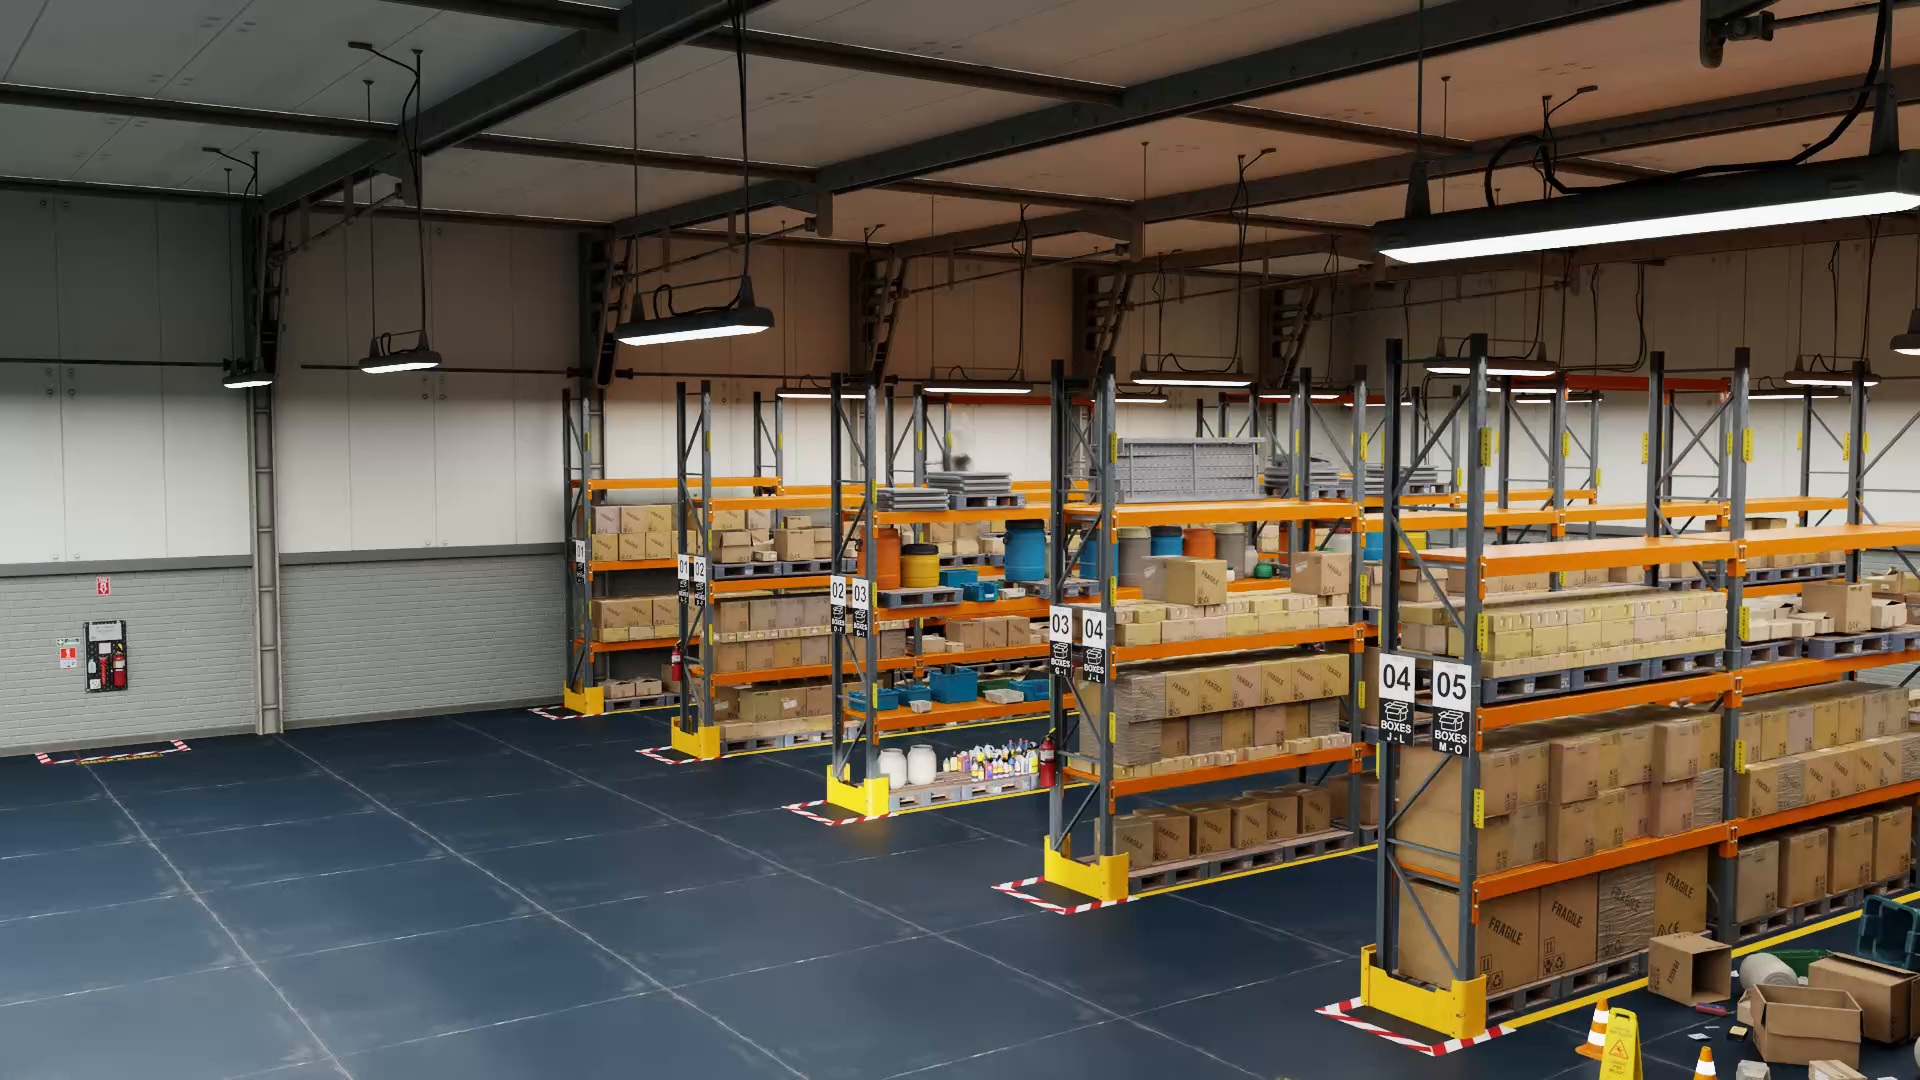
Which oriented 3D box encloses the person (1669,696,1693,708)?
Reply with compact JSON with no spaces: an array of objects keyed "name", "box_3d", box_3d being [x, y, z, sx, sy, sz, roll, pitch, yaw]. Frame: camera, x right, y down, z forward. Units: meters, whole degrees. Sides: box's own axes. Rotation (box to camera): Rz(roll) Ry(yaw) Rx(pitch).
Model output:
[{"name":"person","box_3d":[9.719,2.836,22.399,0.837,1.839,0.640,-3,5,-42]}]
